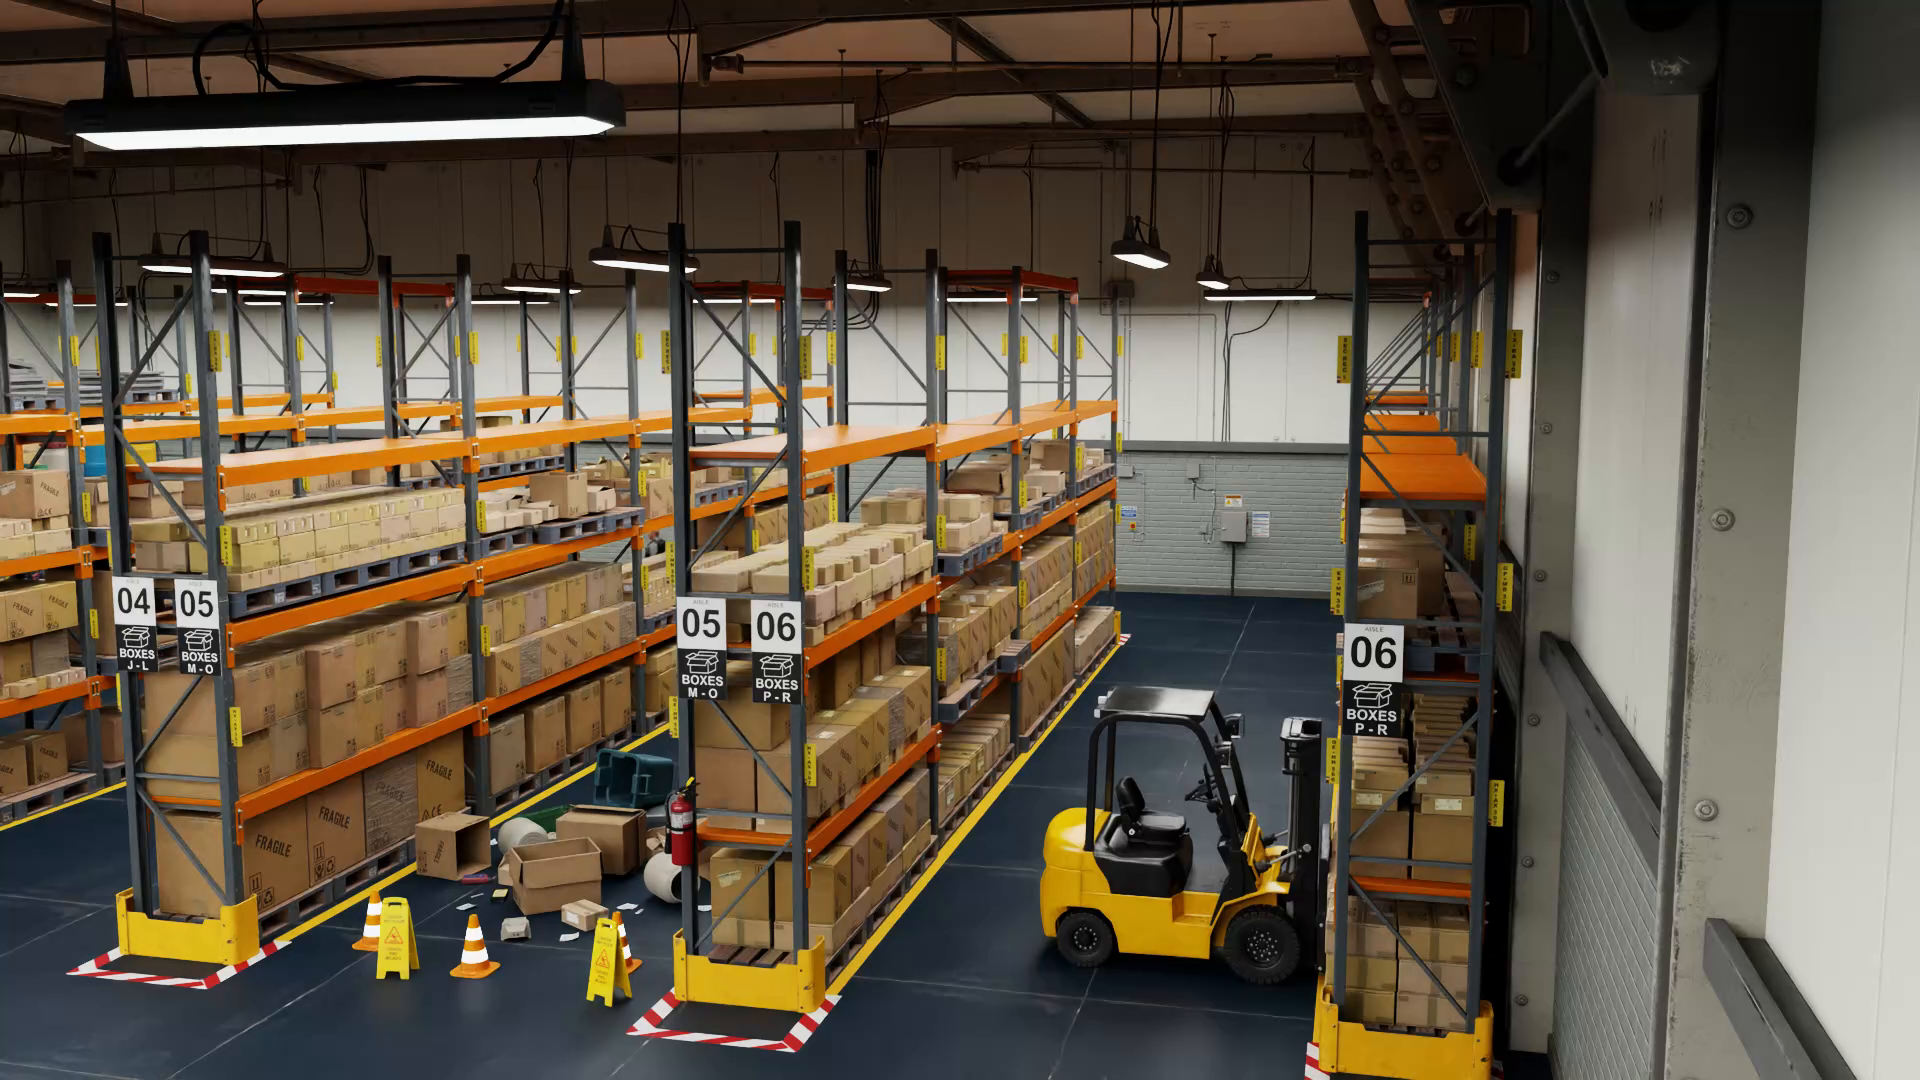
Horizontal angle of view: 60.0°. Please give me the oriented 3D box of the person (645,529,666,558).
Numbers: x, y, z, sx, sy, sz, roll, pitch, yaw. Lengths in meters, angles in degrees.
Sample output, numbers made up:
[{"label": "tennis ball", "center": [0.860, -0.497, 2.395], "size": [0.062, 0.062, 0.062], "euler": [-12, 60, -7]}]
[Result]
[{"label": "person", "center": [-5.614, 0.601, 30.669], "size": [0.731, 1.729, 0.593], "euler": [2, 7, 19]}]
